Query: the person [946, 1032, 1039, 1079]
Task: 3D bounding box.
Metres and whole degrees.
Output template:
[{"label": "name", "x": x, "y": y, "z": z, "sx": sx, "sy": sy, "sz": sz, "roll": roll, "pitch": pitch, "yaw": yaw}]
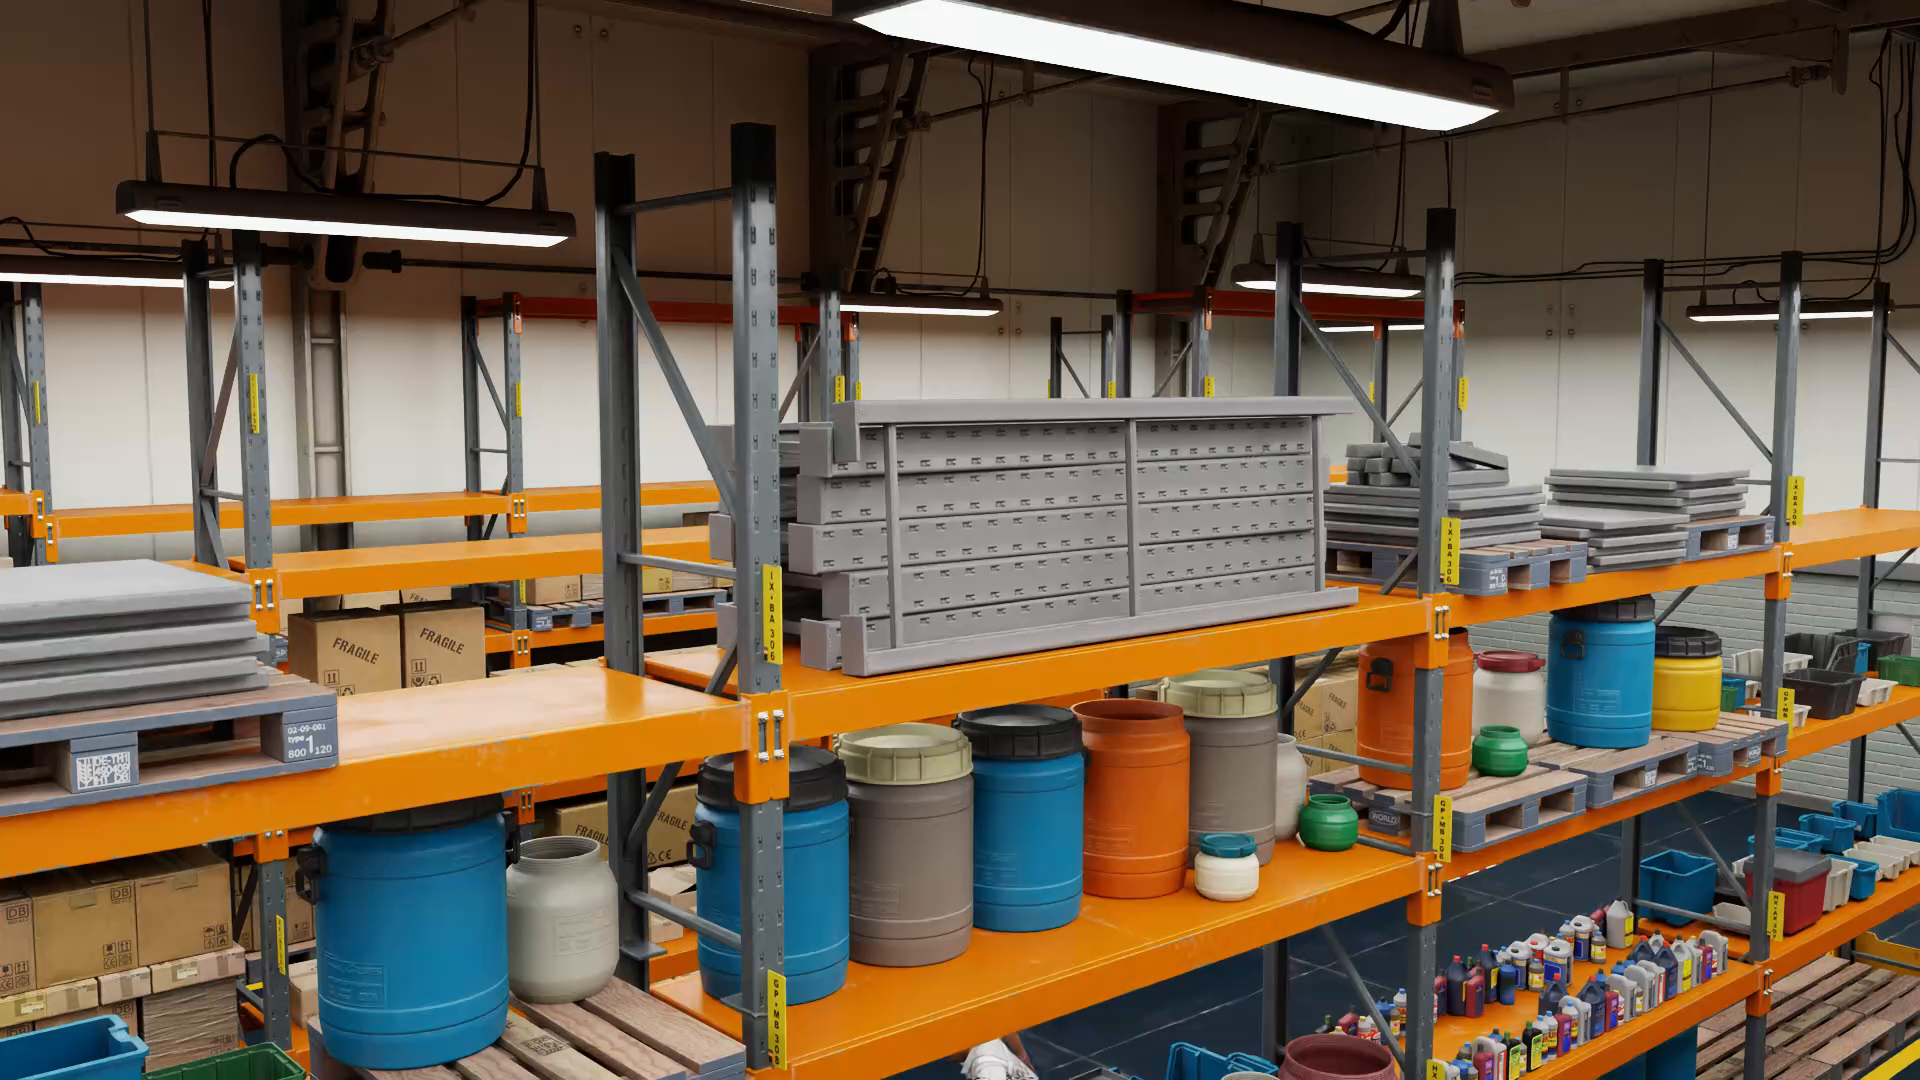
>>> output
[{"label": "person", "x": 0.351, "y": 3.501, "z": 9.907, "sx": 1.185, "sy": 1.537, "sz": 0.656, "roll": -2, "pitch": 6, "yaw": -24}]
